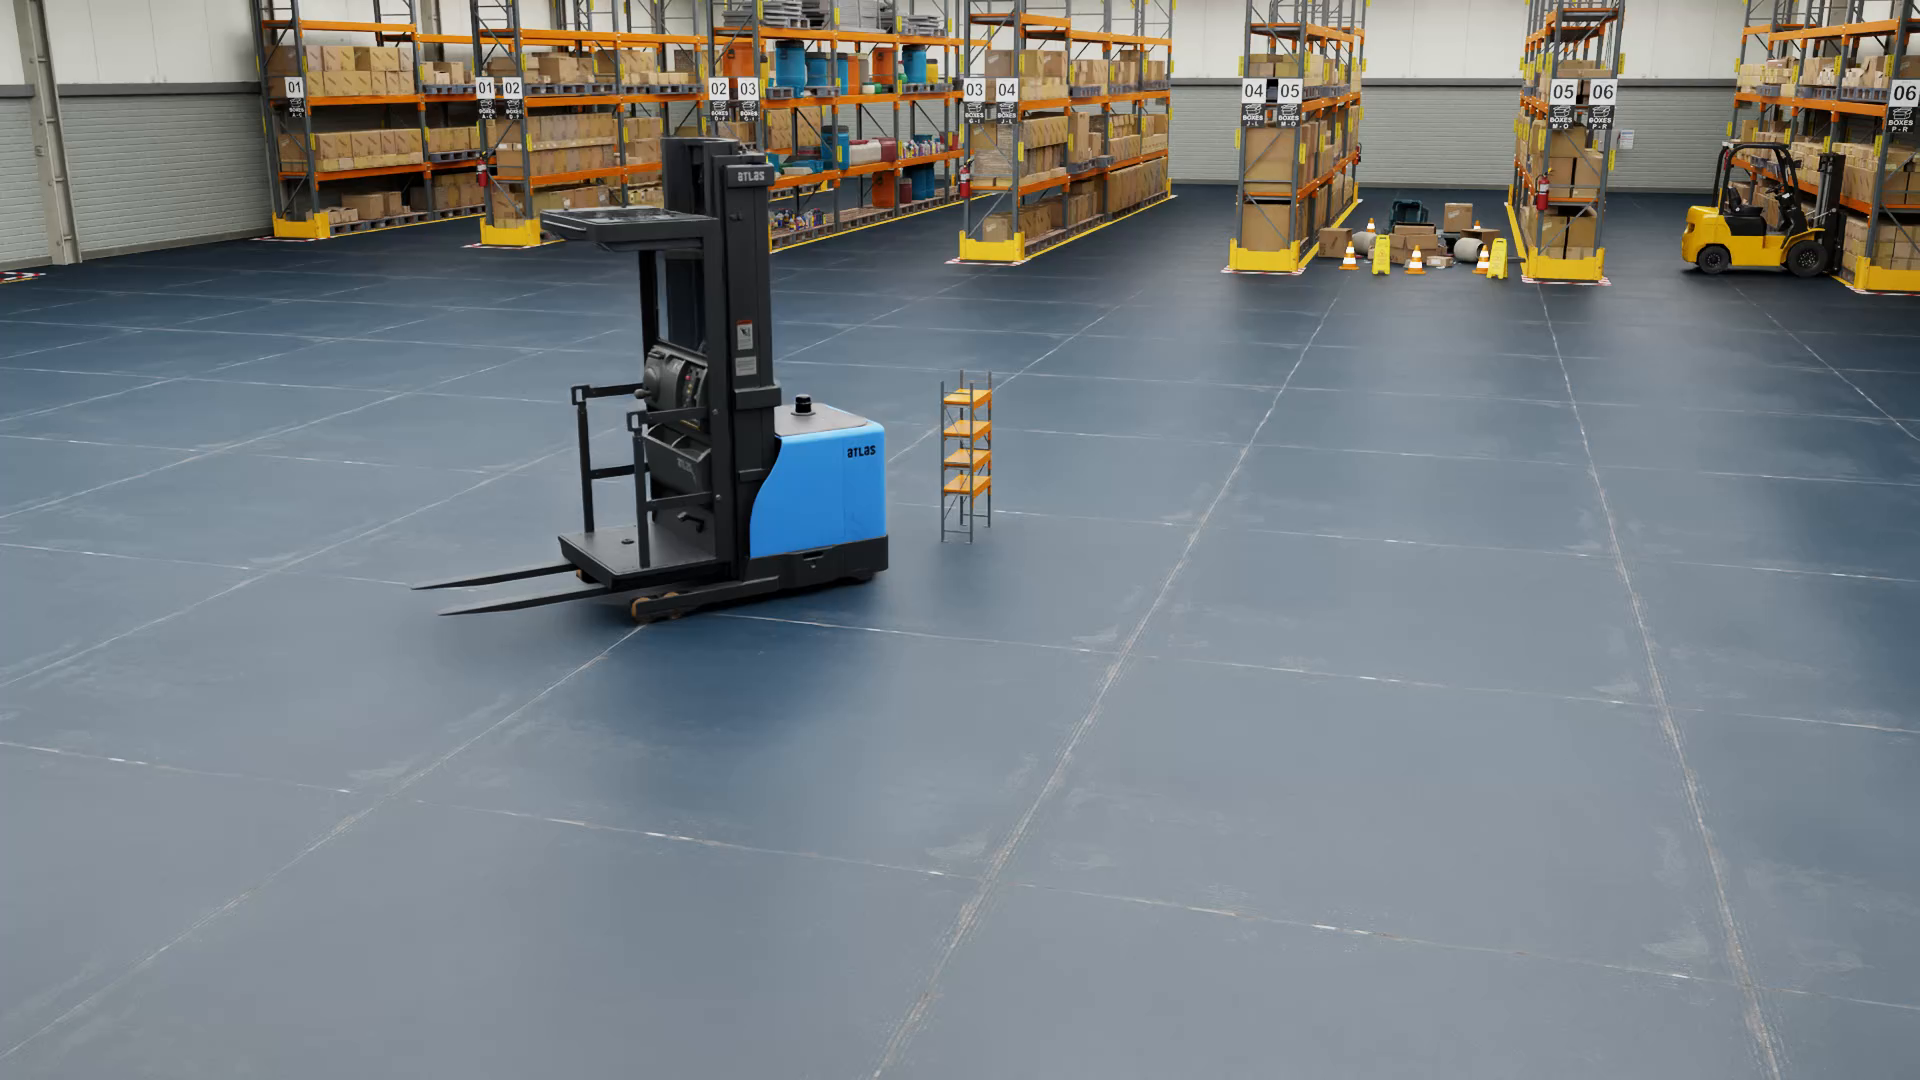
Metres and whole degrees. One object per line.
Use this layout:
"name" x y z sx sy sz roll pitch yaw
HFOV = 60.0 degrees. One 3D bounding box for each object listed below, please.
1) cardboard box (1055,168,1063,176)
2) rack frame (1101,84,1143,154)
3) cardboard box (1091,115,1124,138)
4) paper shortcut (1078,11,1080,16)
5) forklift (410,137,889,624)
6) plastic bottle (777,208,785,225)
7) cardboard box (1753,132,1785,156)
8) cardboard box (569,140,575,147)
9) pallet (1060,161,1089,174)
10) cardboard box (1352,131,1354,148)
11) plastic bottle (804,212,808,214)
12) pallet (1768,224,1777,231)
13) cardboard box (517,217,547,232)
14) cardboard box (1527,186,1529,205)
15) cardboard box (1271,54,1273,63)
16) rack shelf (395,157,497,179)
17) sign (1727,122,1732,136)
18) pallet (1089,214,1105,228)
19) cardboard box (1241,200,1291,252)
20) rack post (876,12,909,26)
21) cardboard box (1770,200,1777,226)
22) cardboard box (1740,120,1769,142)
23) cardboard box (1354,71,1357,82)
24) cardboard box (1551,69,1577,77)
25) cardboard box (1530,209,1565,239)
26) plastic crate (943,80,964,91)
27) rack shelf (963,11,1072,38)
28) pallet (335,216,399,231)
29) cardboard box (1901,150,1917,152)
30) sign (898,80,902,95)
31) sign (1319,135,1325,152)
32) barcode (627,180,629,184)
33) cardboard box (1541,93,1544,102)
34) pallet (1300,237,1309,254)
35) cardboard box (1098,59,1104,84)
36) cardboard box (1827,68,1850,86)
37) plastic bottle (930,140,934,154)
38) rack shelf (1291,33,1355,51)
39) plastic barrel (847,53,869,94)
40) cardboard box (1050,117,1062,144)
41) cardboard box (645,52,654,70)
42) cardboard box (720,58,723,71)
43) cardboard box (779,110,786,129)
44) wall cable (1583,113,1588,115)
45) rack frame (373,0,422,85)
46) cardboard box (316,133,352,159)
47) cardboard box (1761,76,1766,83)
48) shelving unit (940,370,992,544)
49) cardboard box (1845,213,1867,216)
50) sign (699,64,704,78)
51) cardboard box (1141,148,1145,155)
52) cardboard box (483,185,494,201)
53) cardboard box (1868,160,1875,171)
"cardboard box" 1.841 -7.355 33.224 0.380 0.149 0.250 5 16 16
"rack frame" 3.974 -9.713 41.076 1.000 3.000 0.127 5 16 16
"cardboard box" 3.433 -9.733 39.127 0.797 0.503 0.637 5 17 18
"paper shortcut" 2.709 -12.006 37.910 0.009 0.170 0.078 15 -12 13
"forklift" -2.011 -1.046 10.645 3.031 2.935 1.130 -10 19 -31
"plastic bottle" -3.729 -6.713 34.547 0.144 0.351 0.185 4 16 14
"cardboard box" 17.884 -8.701 36.557 0.700 0.500 0.500 5 17 17
"cardboard box" -8.177 -8.191 34.338 0.380 0.149 0.250 5 17 16
"pallet" 2.057 -7.716 34.388 1.003 0.211 1.213 5 16 16
"cardboard box" 9.519 -10.005 41.376 0.500 0.500 0.500 5 17 19
"plastic bottle" -3.158 -6.669 34.530 0.152 0.276 0.135 5 16 16
"pallet" 17.347 -6.365 34.382 1.003 0.211 1.213 5 16 16
"cardboard box" -8.567 -6.345 33.471 0.500 0.250 0.500 5 16 16
"cardboard box" 12.872 -7.485 36.346 0.875 0.875 0.875 5 17 17
"cardboard box" 5.278 -8.433 29.112 0.380 0.149 0.250 5 17 17
"rack shelf" -11.978 -8.949 39.702 1.077 0.370 4.000 5 16 16
"sign" 18.852 -10.065 40.733 0.100 0.325 0.005 5 16 16
"pallet" 2.614 -7.120 37.047 1.003 0.211 1.213 5 16 16
"cardboard box" 5.420 -5.525 29.434 0.875 0.875 0.875 5 17 16
"rack post" -1.745 -12.093 38.612 0.954 0.300 0.937 5 16 16
"cardboard box" 17.165 -6.771 34.515 0.500 0.500 0.500 4 16 15
"cardboard box" 18.559 -9.548 38.851 0.500 0.500 0.500 5 17 17
"cardboard box" 9.370 -11.281 40.466 0.500 0.250 0.500 5 17 17
"cardboard box" 9.878 -7.622 27.207 0.380 0.149 0.250 5 17 16
"cardboard box" 10.338 -5.543 29.270 0.500 0.500 0.500 4 16 15
"plastic crate" -0.159 -11.781 43.109 0.497 0.269 0.590 5 16 16
"rack shelf" 1.132 -9.635 31.132 1.077 0.370 4.000 5 16 16
"pallet" -13.048 -6.932 36.382 1.003 0.211 1.213 5 16 16
"cardboard box" 15.379 -6.195 26.757 0.380 0.149 0.250 5 17 16
"sign" -1.382 -10.402 38.202 0.100 0.325 0.005 5 16 16
"sign" 6.960 -7.621 31.968 0.100 0.325 0.005 5 16 16
"barcode" -7.324 -7.894 36.680 0.001 0.075 0.075 5 16 16
"cardboard box" 10.428 -7.781 29.227 0.380 0.149 0.250 4 16 15
"pallet" 6.136 -5.674 31.948 1.003 0.211 1.213 5 16 16
"cardboard box" 2.806 -10.119 35.911 0.500 0.500 0.500 5 16 16
"cardboard box" 15.934 -8.326 29.900 0.500 0.311 0.500 4 16 14
"plastic bottle" -0.722 -9.807 41.499 0.144 0.351 0.185 5 16 16
"rack shelf" 8.133 -11.126 37.116 1.077 0.370 4.000 5 16 16
"plastic barrel" -2.353 -10.537 37.565 0.600 0.901 0.600 0 16 0
"cardboard box" 1.696 -8.022 32.554 0.500 0.500 0.500 5 16 16
"cardboard box" -9.083 -13.681 47.516 0.500 0.500 0.500 5 16 16
"cardboard box" -6.113 -11.748 41.618 0.600 0.600 0.600 4 16 14
"cardboard box" -4.973 -11.248 44.471 0.500 0.500 0.500 4 16 14
"wall cable" 17.555 -11.850 46.748 0.588 1.984 0.122 5 16 16
"rack frame" -12.547 -11.658 36.941 1.000 3.000 0.127 5 16 16
"cardboard box" -13.109 -8.254 34.797 0.500 0.500 0.500 5 16 16
"cardboard box" 17.663 -10.020 36.171 0.380 0.149 0.250 5 17 16
"shelving unit" 0.047 -0.621 12.318 0.258 1.200 0.503 5 16 16
"cardboard box" 15.239 -5.461 28.524 0.500 0.250 0.500 5 17 18
"sign" -6.130 -11.120 39.448 0.100 0.325 0.005 5 16 16
"cardboard box" 4.377 -9.644 41.292 0.380 0.149 0.250 5 16 16
"cardboard box" -11.822 -8.510 40.608 0.700 0.500 0.500 5 16 16
"cardboard box" 14.700 -5.963 26.482 0.380 0.149 0.250 5 17 17
